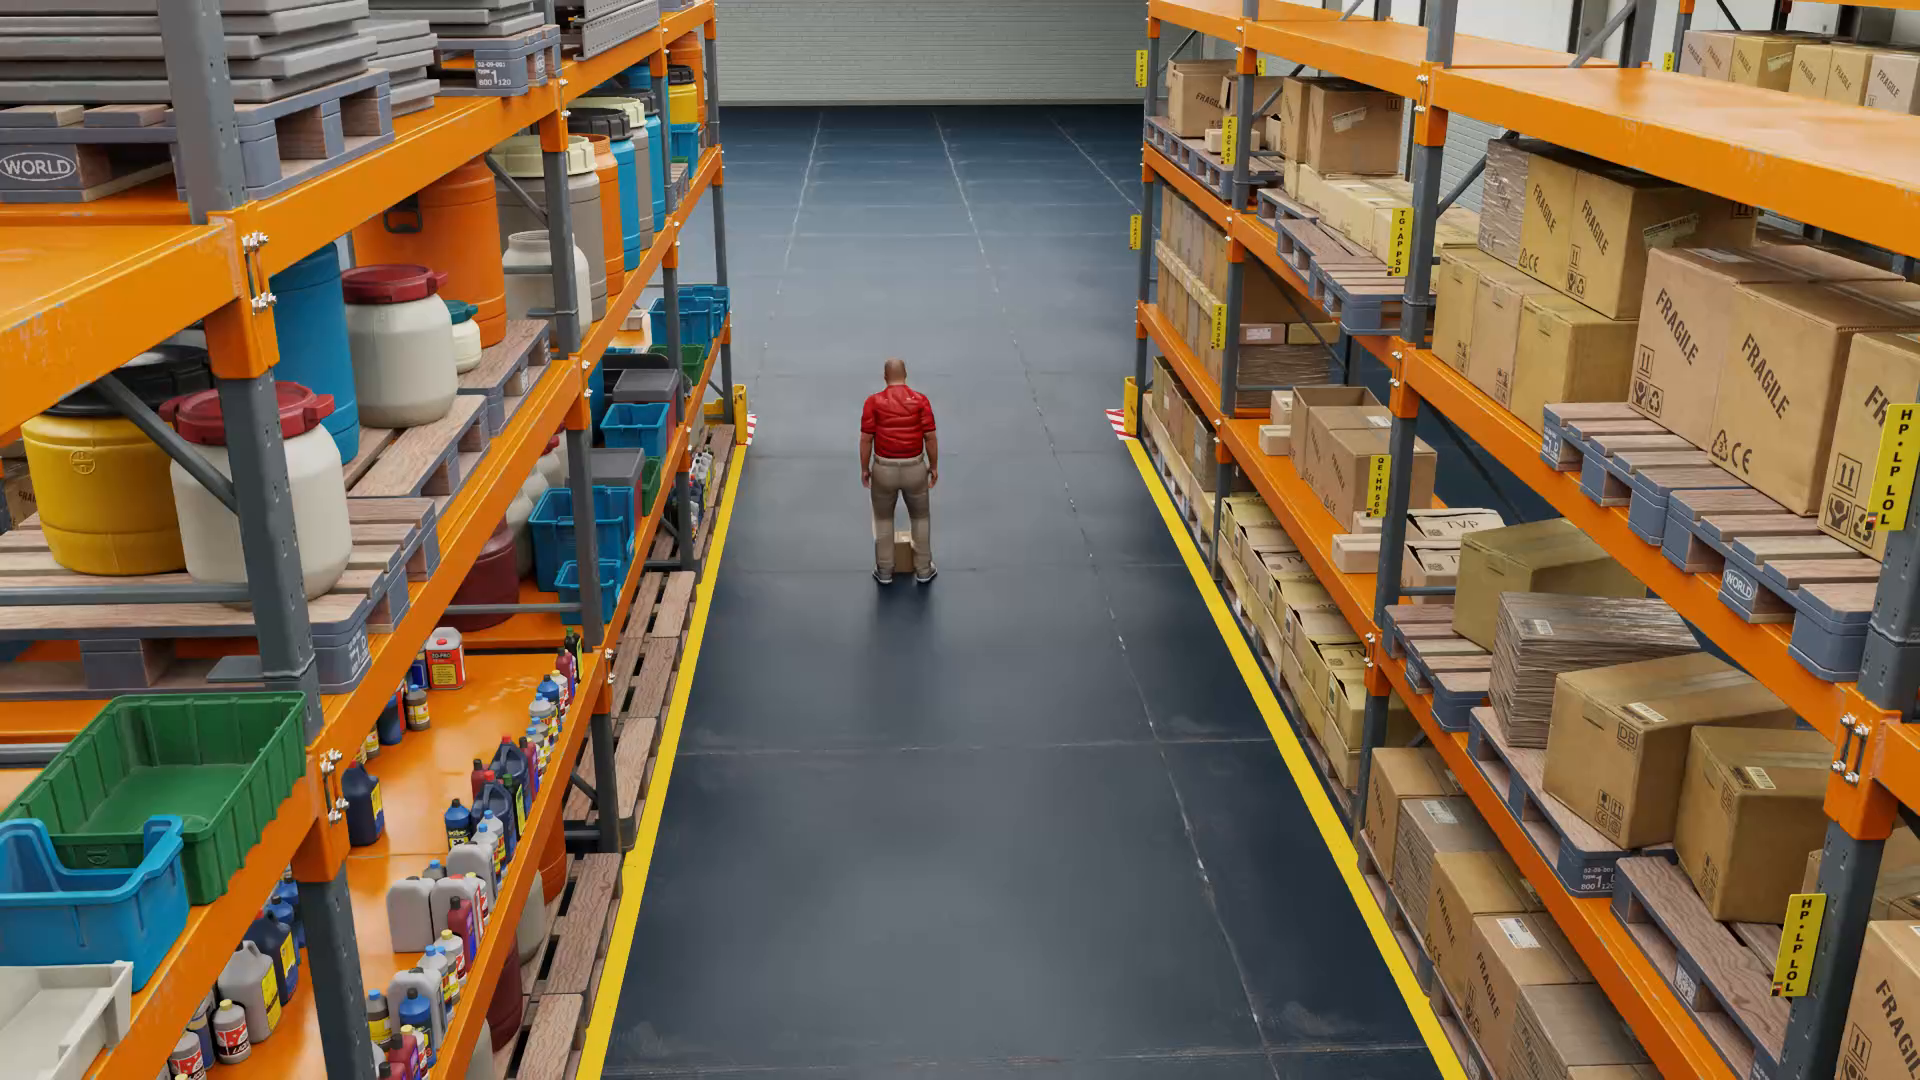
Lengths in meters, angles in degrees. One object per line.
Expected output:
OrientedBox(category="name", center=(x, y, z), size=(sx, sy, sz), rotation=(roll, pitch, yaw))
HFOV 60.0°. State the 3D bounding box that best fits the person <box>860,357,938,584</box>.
OrientedBox(category="person", center=(-0.456, -0.514, 12.490), size=(0.585, 1.726, 0.396), rotation=(-1, 20, -3))
